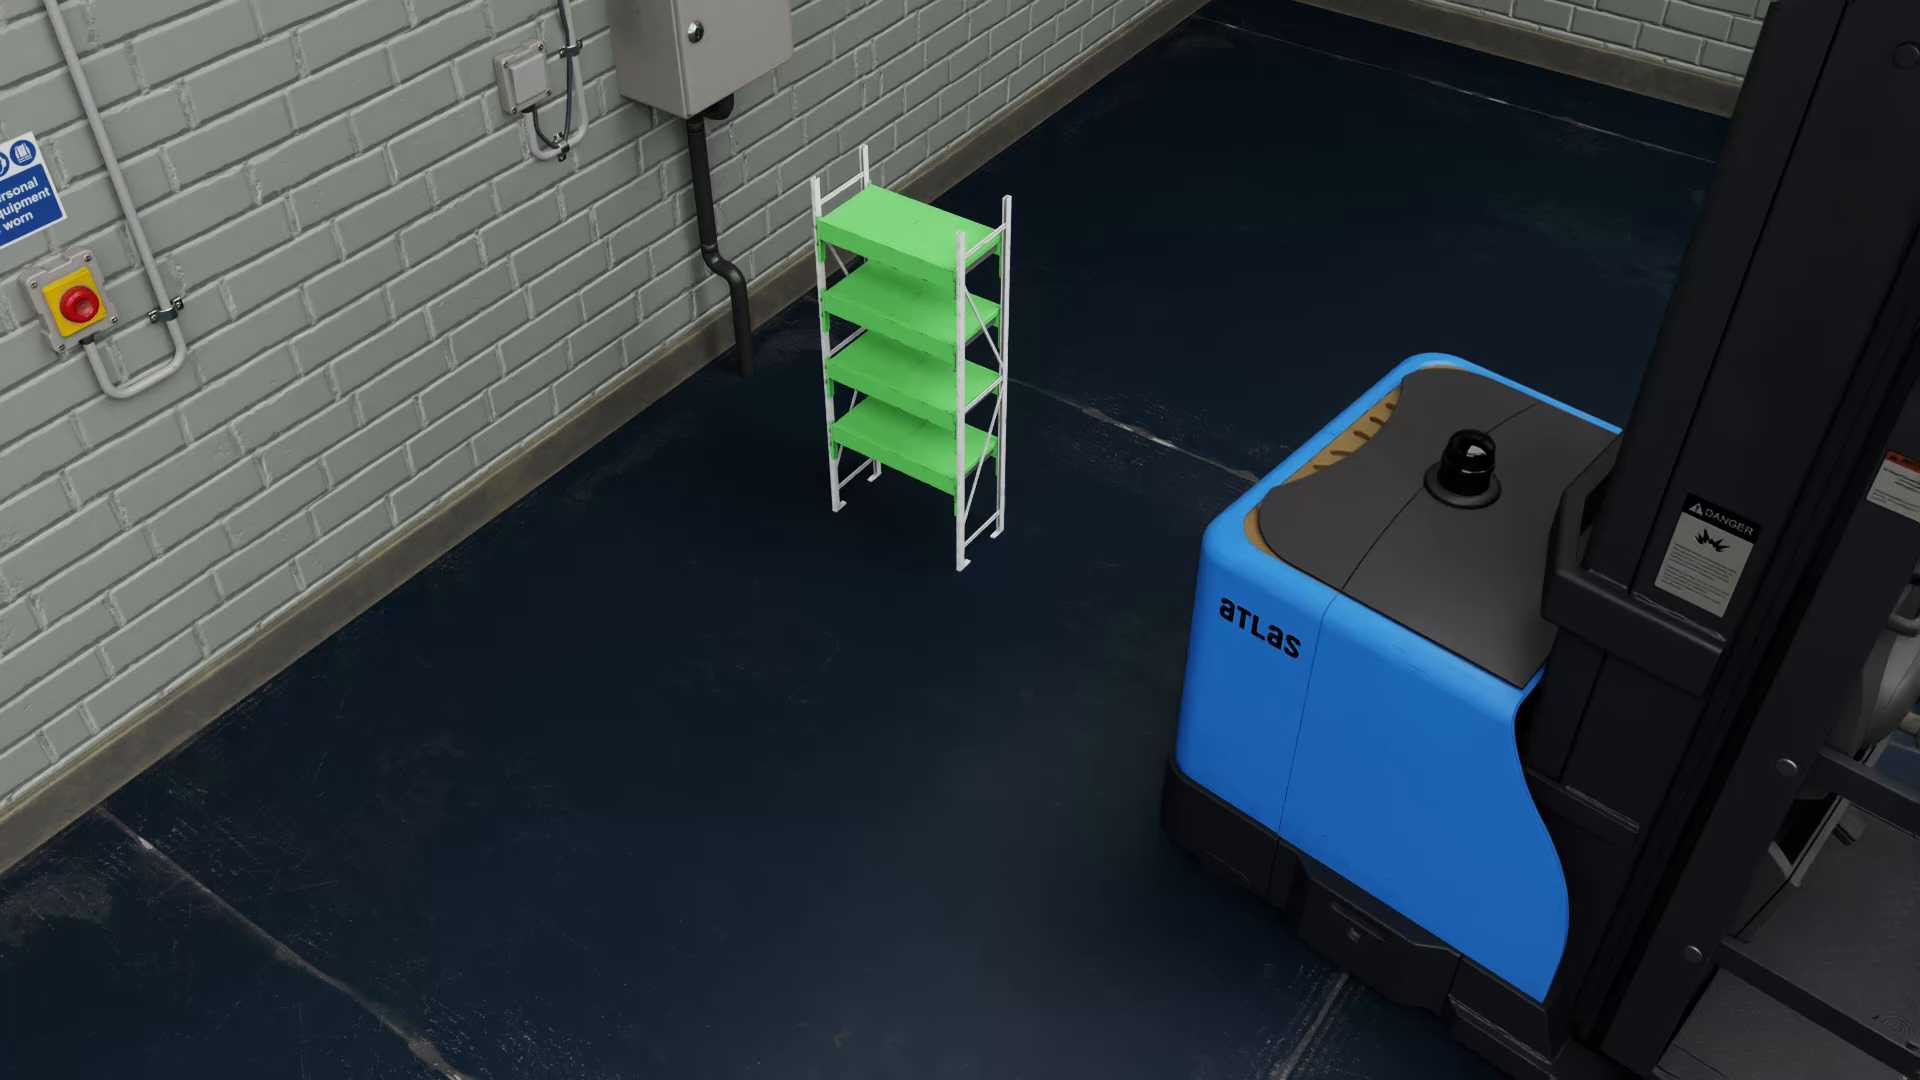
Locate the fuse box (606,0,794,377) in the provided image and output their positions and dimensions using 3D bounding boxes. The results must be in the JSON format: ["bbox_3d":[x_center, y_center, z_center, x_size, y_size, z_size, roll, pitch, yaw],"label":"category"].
[{"bbox_3d":[-0.719,-1.237,5.349,0.414,1.711,0.539,25,48,25],"label":"fuse box"}]

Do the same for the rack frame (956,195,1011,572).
[{"bbox_3d":[0.064,-0.417,4.816,0.015,1.200,0.240,25,48,25],"label":"rack frame"}]

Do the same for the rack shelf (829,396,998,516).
[{"bbox_3d":[-0.136,-0.284,5.123,0.480,0.148,0.258,25,48,25],"label":"rack shelf"}]

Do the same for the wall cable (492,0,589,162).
[{"bbox_3d":[-1.240,-1.784,4.232,0.122,1.984,0.588,25,48,25],"label":"wall cable"}]

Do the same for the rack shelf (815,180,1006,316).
[{"bbox_3d":[-0.136,-0.821,4.643,0.480,0.148,0.258,25,48,25],"label":"rack shelf"}]

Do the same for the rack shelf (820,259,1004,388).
[{"bbox_3d":[-0.136,-0.642,4.803,0.480,0.148,0.258,25,48,25],"label":"rack shelf"}]

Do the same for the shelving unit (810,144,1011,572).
[{"bbox_3d":[-0.136,-0.511,4.921,0.503,1.200,0.258,25,48,25],"label":"shelving unit"}]

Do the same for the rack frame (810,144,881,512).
[{"bbox_3d":[-0.335,-0.604,5.025,0.015,1.200,0.240,25,48,25],"label":"rack frame"}]

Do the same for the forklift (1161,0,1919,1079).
[{"bbox_3d":[1.955,0.106,2.934,3.031,2.935,1.130,31,50,30],"label":"forklift"}]

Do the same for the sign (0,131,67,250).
[{"bbox_3d":[-2.123,-0.724,3.607,0.001,0.218,0.327,25,48,25],"label":"sign"}]

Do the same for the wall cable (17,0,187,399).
[{"bbox_3d":[-2.045,-1.016,3.351,0.123,1.953,0.585,25,48,25],"label":"wall cable"}]

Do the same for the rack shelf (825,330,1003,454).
[{"bbox_3d":[-0.136,-0.463,4.963,0.480,0.148,0.258,25,48,25],"label":"rack shelf"}]
